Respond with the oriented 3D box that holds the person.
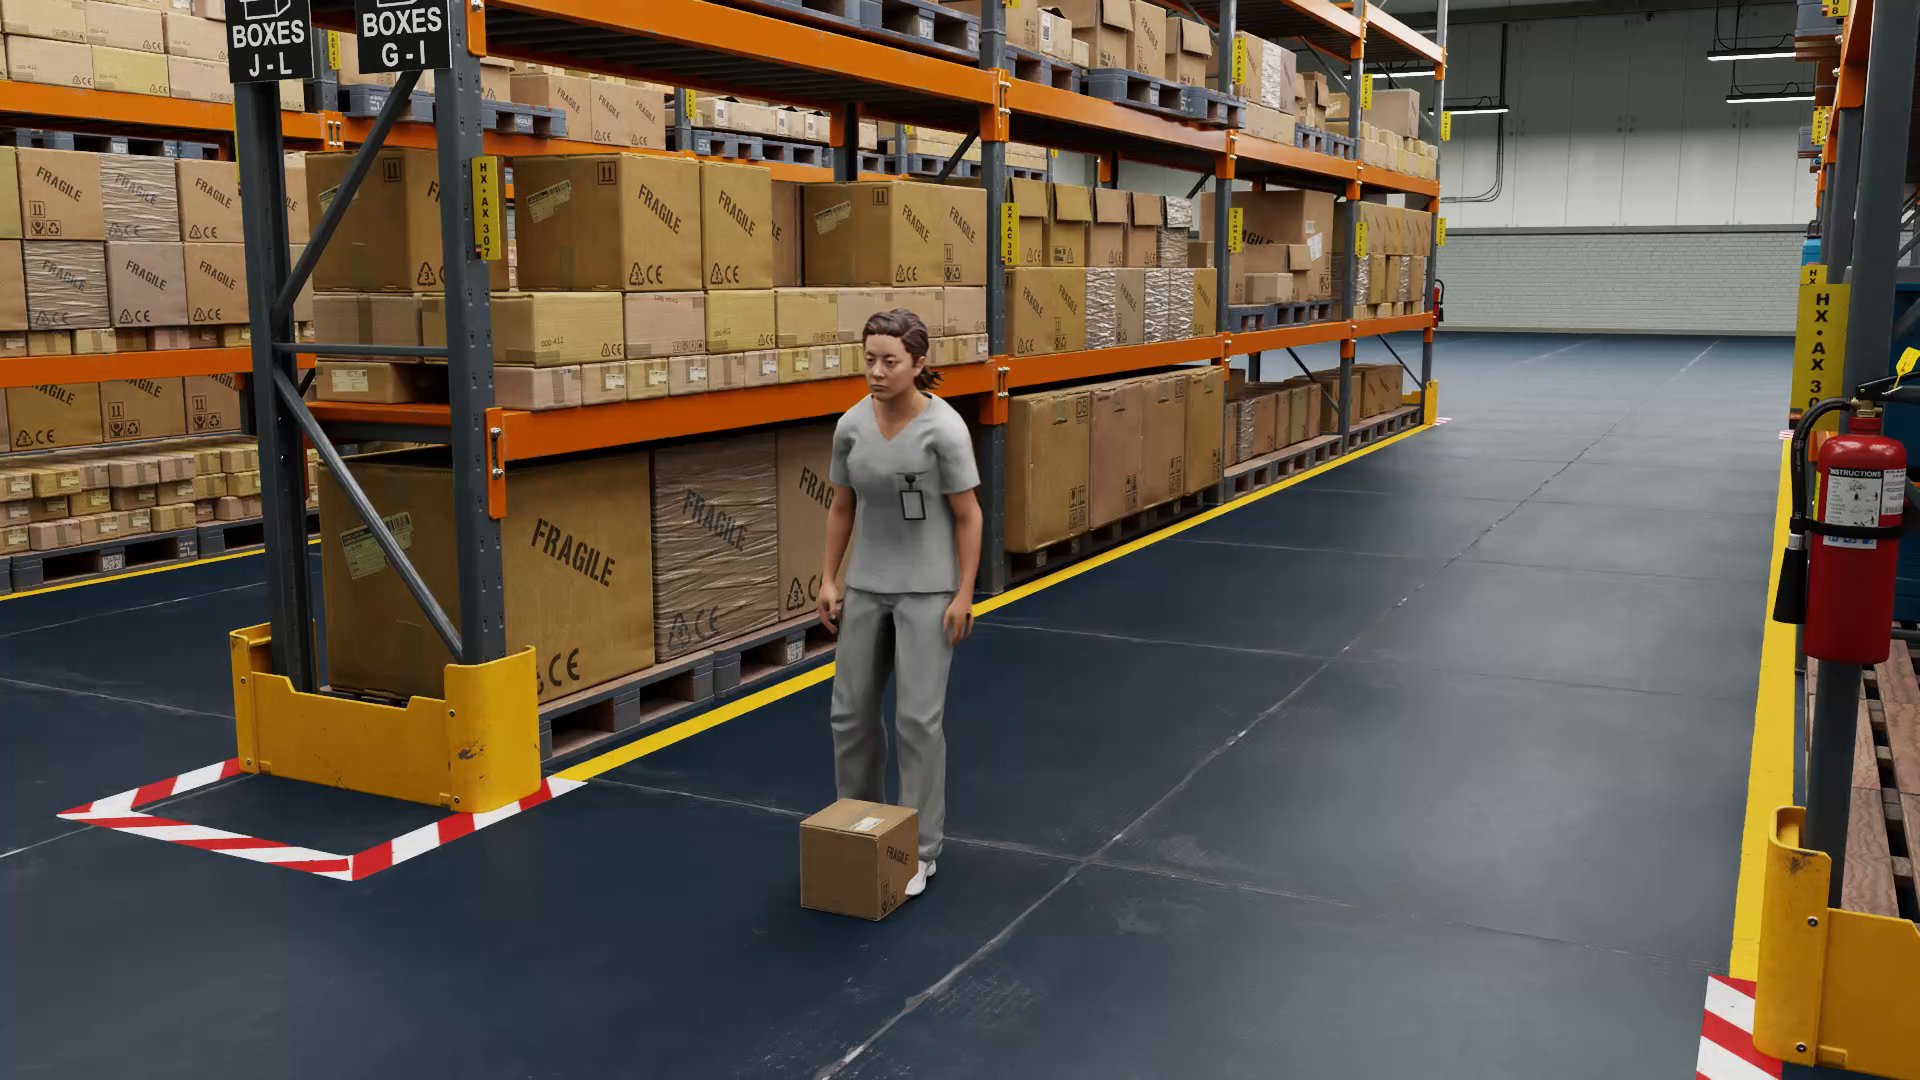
[{"bbox_3d":[-0.192,0.171,4.814,0.504,1.673,0.406,4,10,24],"label":"person"}]
